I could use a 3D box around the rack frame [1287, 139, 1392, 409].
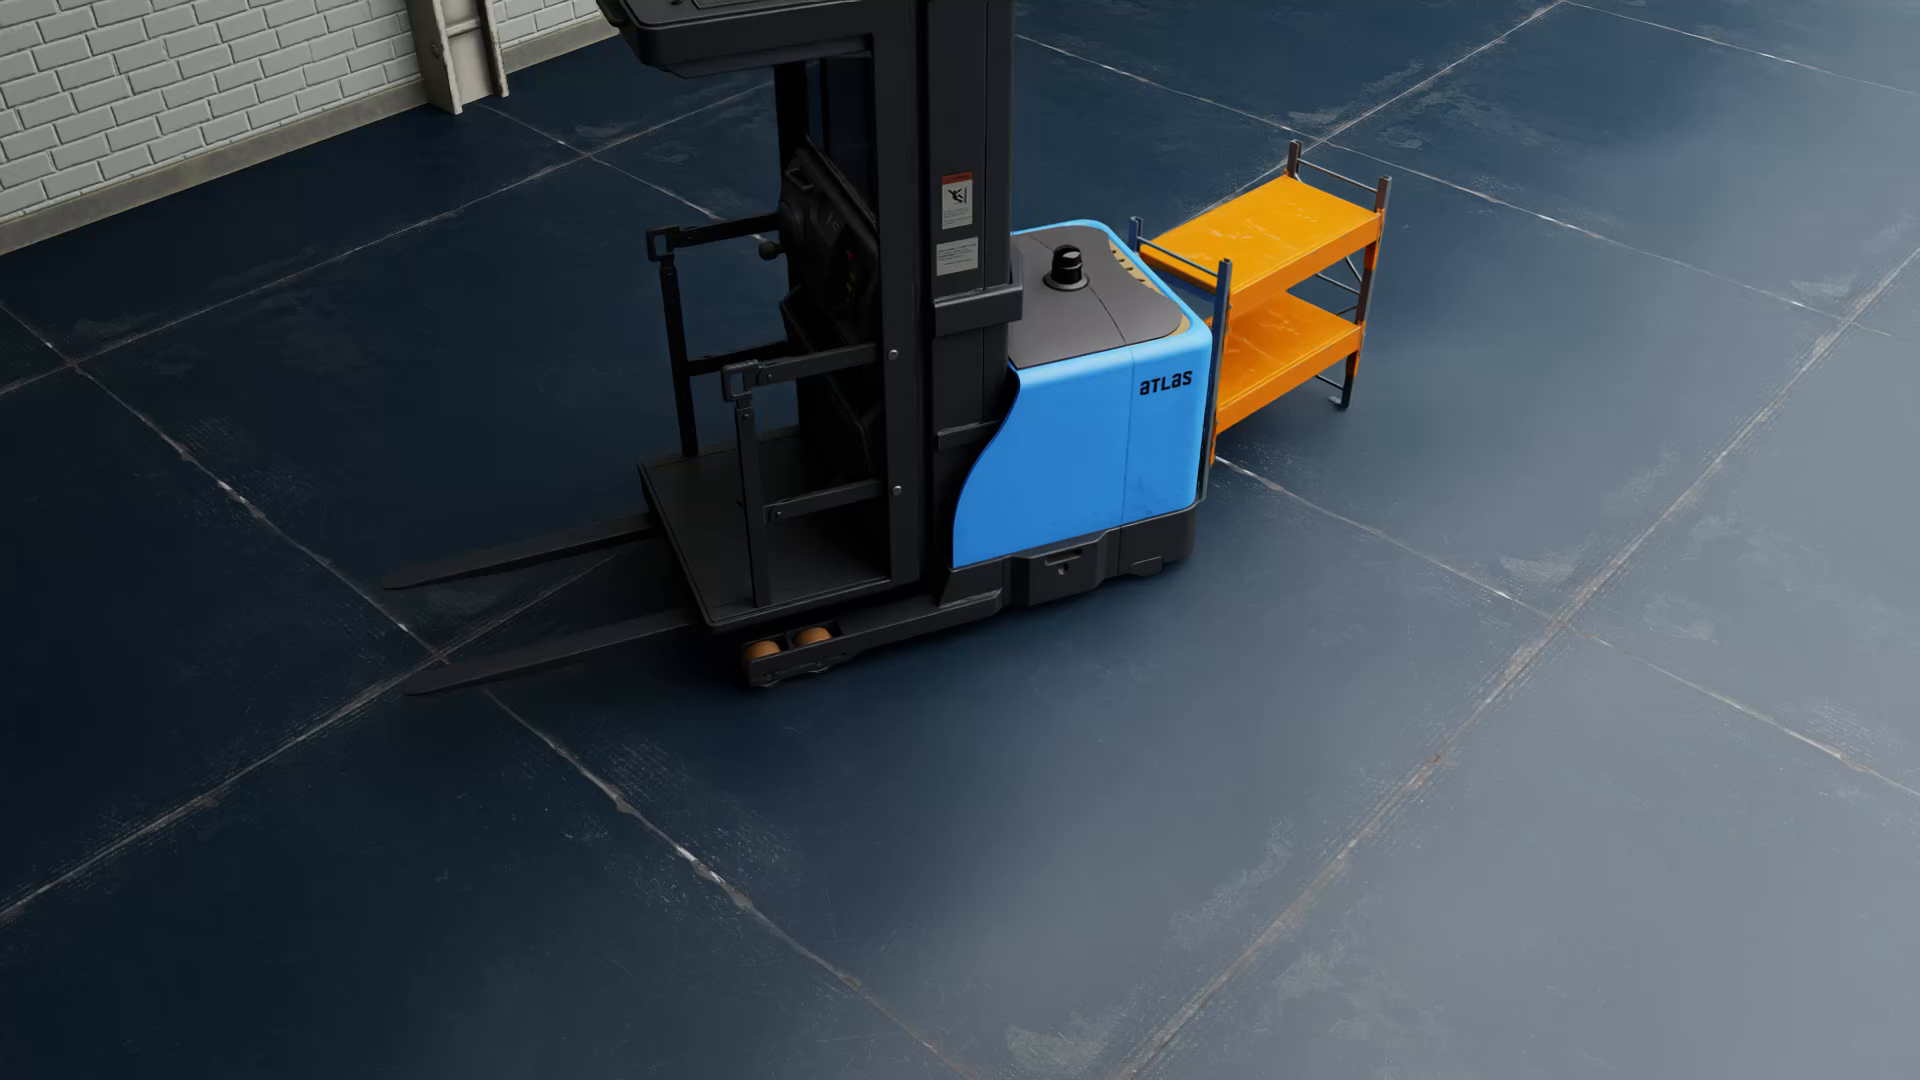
[{"bbox_3d":[1.589,-1.150,7.292,0.032,1.125,0.500,-30,47,-32],"label":"rack frame"}]

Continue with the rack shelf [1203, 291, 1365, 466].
[{"bbox_3d":[1.218,-0.742,7.172,1.000,0.278,0.538,-30,47,-32],"label":"rack shelf"}]

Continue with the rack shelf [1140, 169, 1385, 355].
[{"bbox_3d":[1.218,-1.162,6.837,1.000,0.278,0.538,-30,47,-32],"label":"rack shelf"}]

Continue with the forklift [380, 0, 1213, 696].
[{"bbox_3d":[-0.639,-0.987,5.637,3.031,2.935,1.130,-14,41,-17],"label":"forklift"}]

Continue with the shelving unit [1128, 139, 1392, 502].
[{"bbox_3d":[1.218,-0.933,7.020,1.048,1.125,0.538,-30,47,-32],"label":"shelving unit"}]

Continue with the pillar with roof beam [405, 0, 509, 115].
[{"bbox_3d":[0.176,-4.414,5.070,9.100,9.000,0.400,30,47,32],"label":"pillar with roof beam"}]

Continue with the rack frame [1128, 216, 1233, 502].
[{"bbox_3d":[0.847,-0.716,6.747,0.032,1.125,0.500,-30,47,-32],"label":"rack frame"}]
